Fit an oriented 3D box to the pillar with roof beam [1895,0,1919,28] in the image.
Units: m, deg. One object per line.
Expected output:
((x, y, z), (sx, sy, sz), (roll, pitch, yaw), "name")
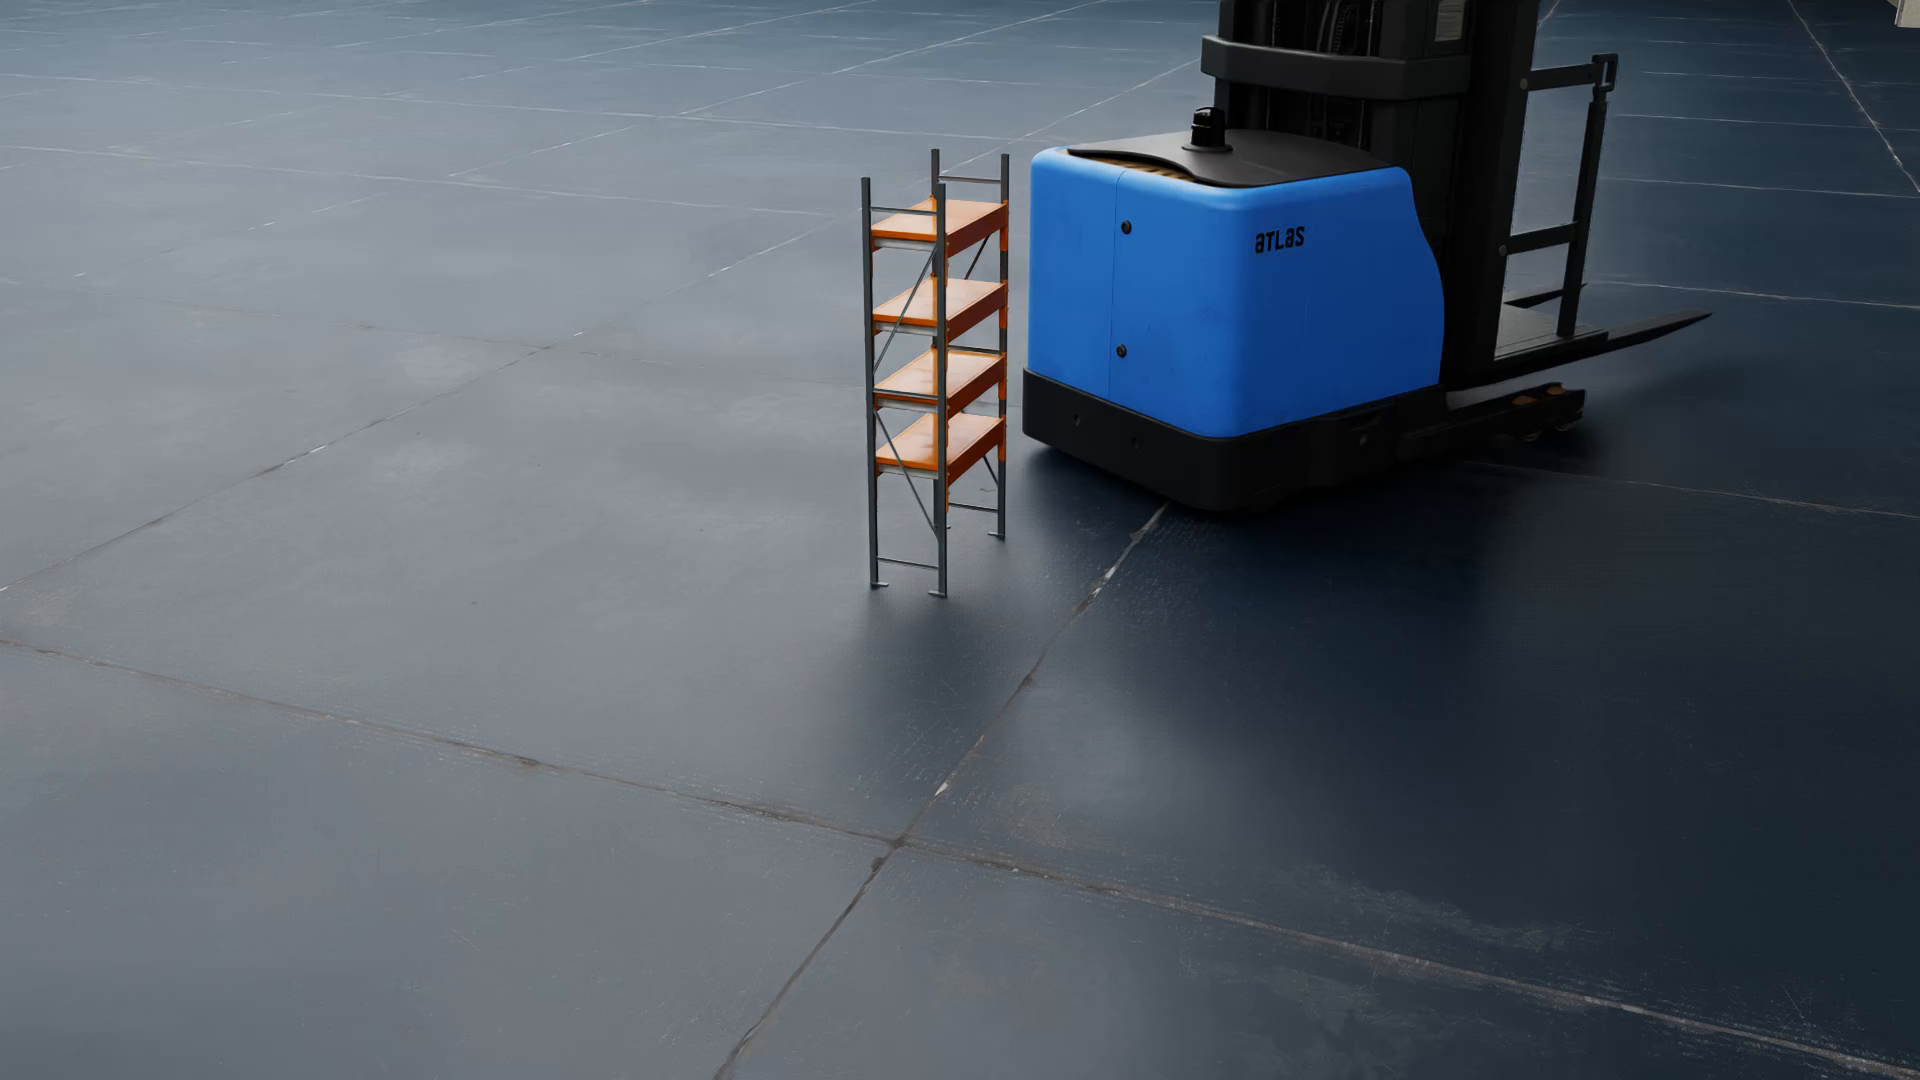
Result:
((7.554, -11.017, 19.949), (9.100, 9.000, 0.400), (9, 24, 20), "pillar with roof beam")

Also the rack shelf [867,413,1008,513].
((-0.061, -0.249, 4.979), (0.258, 0.148, 0.480), (9, 24, 20), "rack shelf")

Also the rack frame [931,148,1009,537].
((0.029, -0.582, 5.086), (0.240, 1.200, 0.015), (9, 24, 20), "rack frame")

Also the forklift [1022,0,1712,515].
((1.720, -1.864, 5.910), (3.031, 2.935, 1.130), (-15, 27, -32), "forklift")

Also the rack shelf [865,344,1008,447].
((-0.062, -0.432, 4.903), (0.258, 0.148, 0.480), (9, 24, 20), "rack shelf")

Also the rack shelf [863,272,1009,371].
((-0.062, -0.639, 4.817), (0.258, 0.148, 0.480), (9, 24, 20), "rack shelf")

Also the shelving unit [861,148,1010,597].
((-0.062, -0.494, 4.877), (0.258, 1.200, 0.503), (9, 24, 20), "shelving unit")

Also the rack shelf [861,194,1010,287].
((-0.062, -0.857, 4.725), (0.258, 0.148, 0.480), (9, 24, 20), "rack shelf")

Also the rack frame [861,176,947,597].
((-0.152, -0.407, 4.668), (0.240, 1.200, 0.015), (9, 24, 20), "rack frame")
